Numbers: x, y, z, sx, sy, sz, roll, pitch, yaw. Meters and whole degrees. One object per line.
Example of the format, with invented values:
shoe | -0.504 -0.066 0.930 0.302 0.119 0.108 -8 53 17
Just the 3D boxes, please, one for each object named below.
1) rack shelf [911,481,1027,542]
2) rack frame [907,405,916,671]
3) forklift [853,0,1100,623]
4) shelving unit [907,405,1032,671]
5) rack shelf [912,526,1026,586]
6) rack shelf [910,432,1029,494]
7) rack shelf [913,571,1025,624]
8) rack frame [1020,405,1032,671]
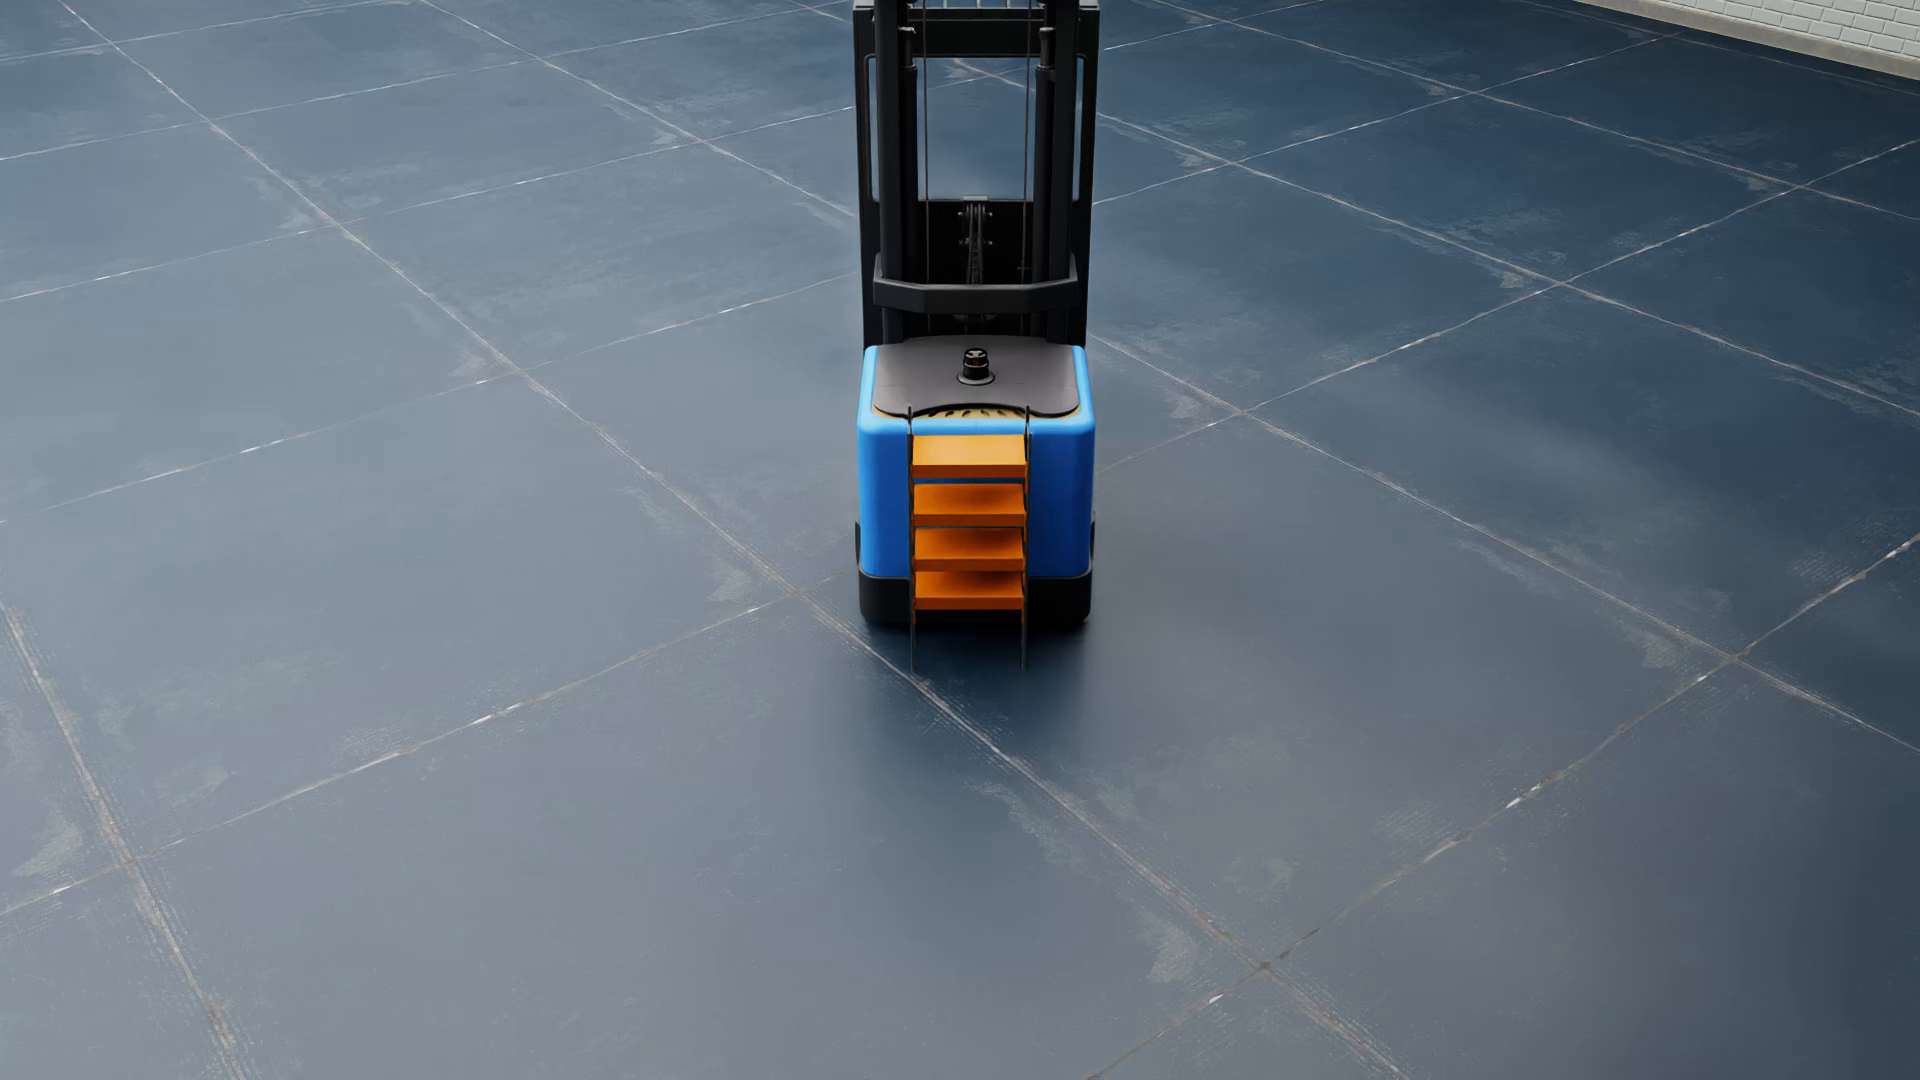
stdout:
rack shelf | 0.037 -0.121 7.004 0.480 0.148 0.258 0 33 0
rack frame | -0.207 0.011 7.089 0.015 1.200 0.240 0 33 0
forklift | 0.071 -1.608 8.061 1.130 2.935 3.031 0 32 0
shelving unit | 0.037 0.010 7.090 0.503 1.200 0.258 0 33 0
rack shelf | 0.037 0.066 7.127 0.480 0.148 0.258 0 33 0
rack shelf | 0.037 -0.319 6.875 0.480 0.148 0.258 0 33 0
rack shelf | 0.037 0.232 7.236 0.480 0.148 0.258 0 33 0
rack frame | 0.281 0.009 7.092 0.015 1.200 0.240 0 33 0
